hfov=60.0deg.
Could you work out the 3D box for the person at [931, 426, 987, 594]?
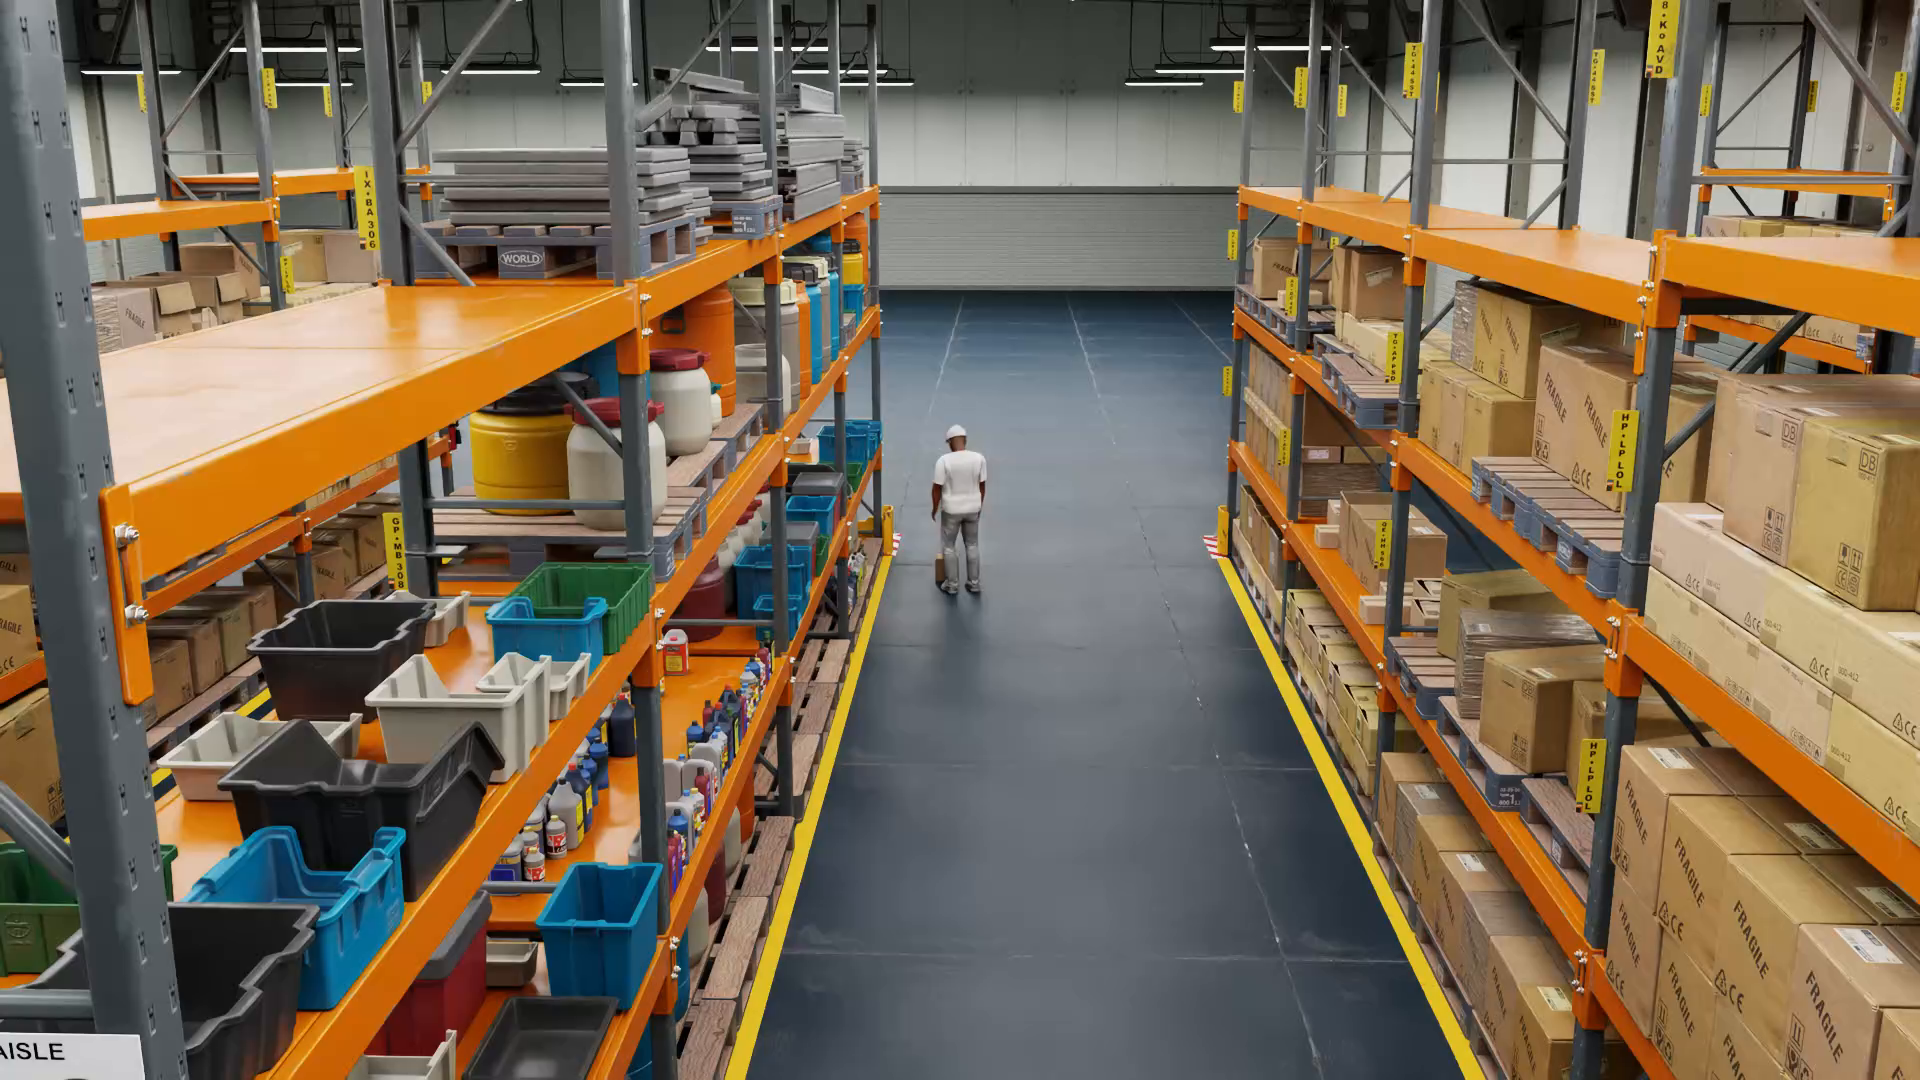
[{"bbox_3d":[-0.018,-0.316,17.287,0.578,1.746,0.396,-4,14,-16],"label":"person"}]
